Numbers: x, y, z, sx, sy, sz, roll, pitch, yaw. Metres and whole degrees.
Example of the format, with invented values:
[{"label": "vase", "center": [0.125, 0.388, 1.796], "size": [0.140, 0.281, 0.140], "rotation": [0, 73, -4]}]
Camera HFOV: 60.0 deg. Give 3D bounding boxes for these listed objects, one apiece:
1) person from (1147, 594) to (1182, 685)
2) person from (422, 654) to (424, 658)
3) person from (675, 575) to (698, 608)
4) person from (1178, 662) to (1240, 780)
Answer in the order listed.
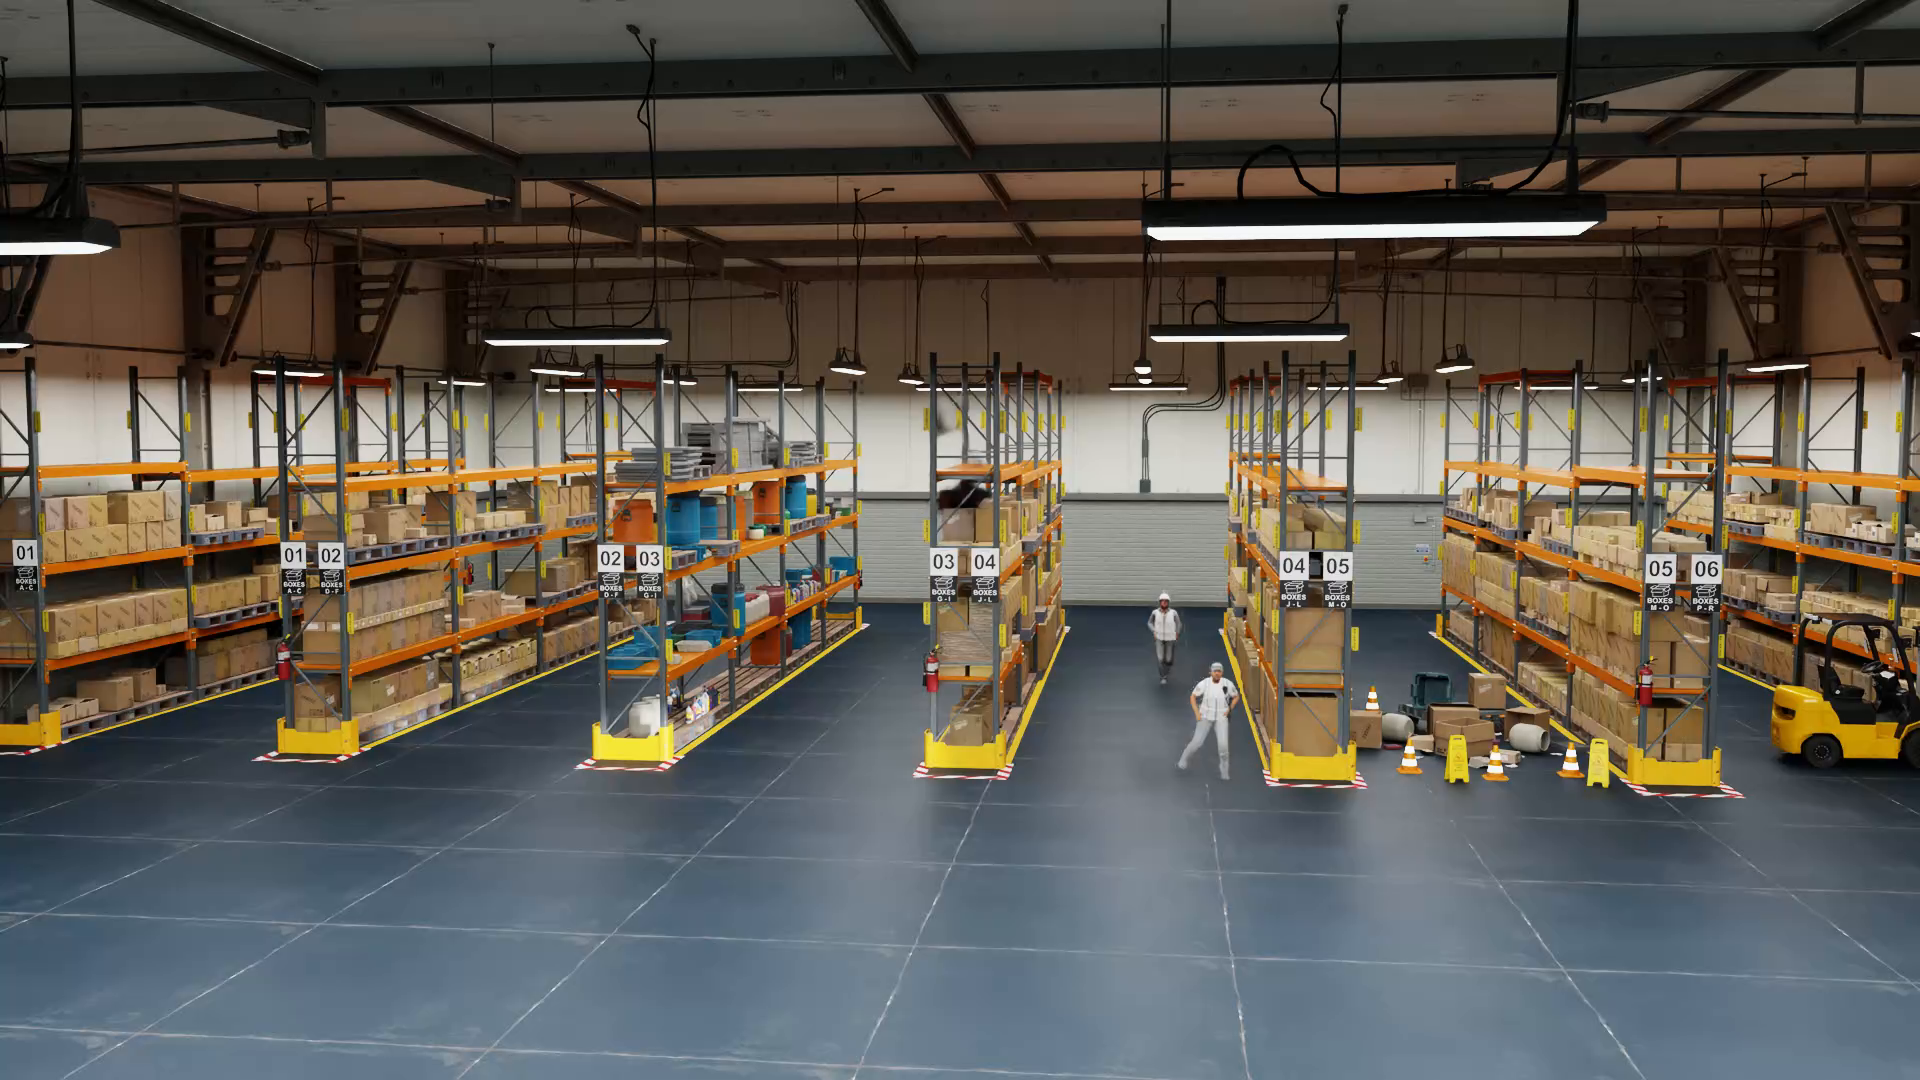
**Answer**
[{"label": "person", "center": [3.921, 1.892, 31.916], "size": [0.660, 1.734, 0.599], "rotation": [1, 4, 8]}, {"label": "person", "center": [-10.549, 1.889, 32.061], "size": [0.559, 1.683, 0.900], "rotation": [0, 4, -2]}, {"label": "person", "center": [-6.900, 1.179, 41.809], "size": [0.555, 1.729, 0.715], "rotation": [3, 5, 33]}, {"label": "person", "center": [3.544, 2.554, 23.565], "size": [0.838, 1.671, 0.660], "rotation": [0, 4, 0]}]
